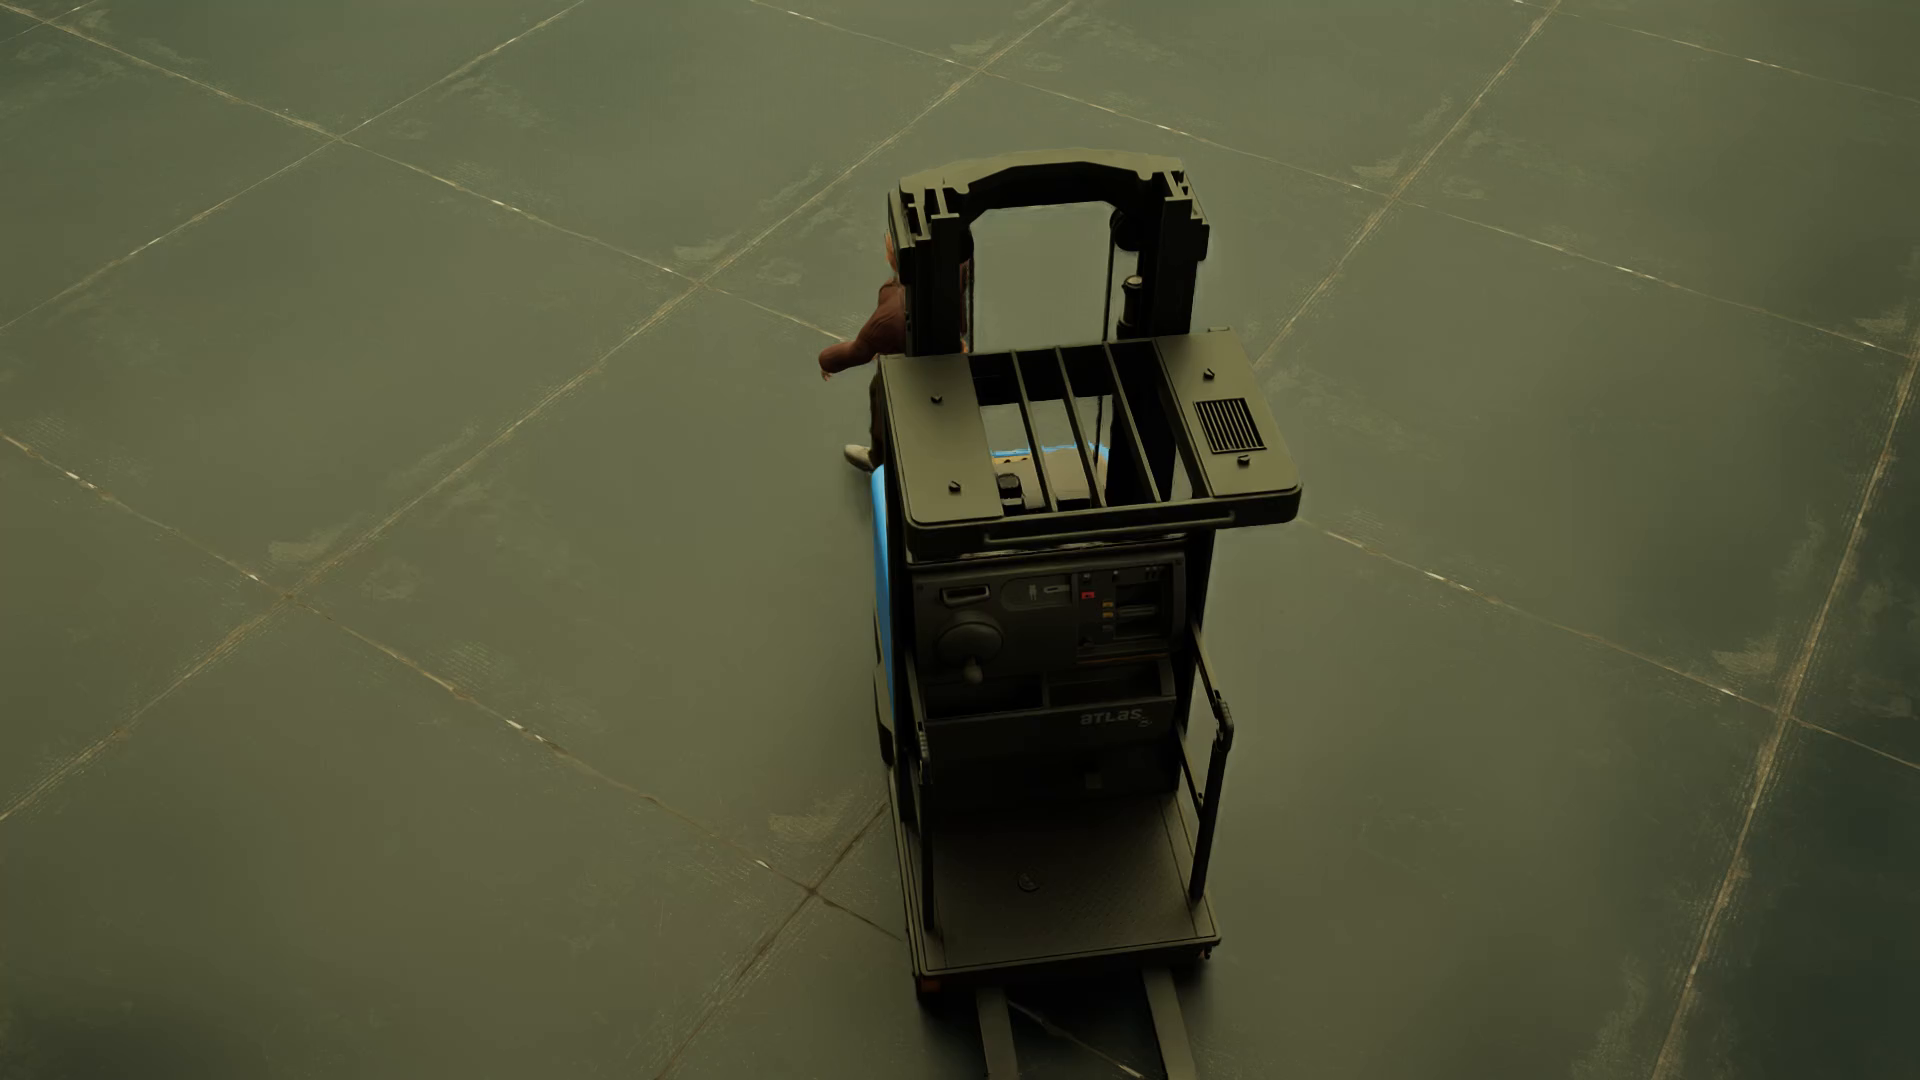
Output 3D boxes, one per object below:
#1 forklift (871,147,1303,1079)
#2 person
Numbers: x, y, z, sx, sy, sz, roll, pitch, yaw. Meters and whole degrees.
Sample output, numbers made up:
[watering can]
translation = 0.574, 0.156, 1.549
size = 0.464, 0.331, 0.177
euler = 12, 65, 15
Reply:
[forklift]
translation = 0.338, 0.353, 5.476
size = 1.130, 2.935, 3.031
euler = -5, 44, -6
[person]
translation = -0.239, -0.793, 7.535
size = 0.872, 1.707, 0.720
euler = 14, 45, 15
